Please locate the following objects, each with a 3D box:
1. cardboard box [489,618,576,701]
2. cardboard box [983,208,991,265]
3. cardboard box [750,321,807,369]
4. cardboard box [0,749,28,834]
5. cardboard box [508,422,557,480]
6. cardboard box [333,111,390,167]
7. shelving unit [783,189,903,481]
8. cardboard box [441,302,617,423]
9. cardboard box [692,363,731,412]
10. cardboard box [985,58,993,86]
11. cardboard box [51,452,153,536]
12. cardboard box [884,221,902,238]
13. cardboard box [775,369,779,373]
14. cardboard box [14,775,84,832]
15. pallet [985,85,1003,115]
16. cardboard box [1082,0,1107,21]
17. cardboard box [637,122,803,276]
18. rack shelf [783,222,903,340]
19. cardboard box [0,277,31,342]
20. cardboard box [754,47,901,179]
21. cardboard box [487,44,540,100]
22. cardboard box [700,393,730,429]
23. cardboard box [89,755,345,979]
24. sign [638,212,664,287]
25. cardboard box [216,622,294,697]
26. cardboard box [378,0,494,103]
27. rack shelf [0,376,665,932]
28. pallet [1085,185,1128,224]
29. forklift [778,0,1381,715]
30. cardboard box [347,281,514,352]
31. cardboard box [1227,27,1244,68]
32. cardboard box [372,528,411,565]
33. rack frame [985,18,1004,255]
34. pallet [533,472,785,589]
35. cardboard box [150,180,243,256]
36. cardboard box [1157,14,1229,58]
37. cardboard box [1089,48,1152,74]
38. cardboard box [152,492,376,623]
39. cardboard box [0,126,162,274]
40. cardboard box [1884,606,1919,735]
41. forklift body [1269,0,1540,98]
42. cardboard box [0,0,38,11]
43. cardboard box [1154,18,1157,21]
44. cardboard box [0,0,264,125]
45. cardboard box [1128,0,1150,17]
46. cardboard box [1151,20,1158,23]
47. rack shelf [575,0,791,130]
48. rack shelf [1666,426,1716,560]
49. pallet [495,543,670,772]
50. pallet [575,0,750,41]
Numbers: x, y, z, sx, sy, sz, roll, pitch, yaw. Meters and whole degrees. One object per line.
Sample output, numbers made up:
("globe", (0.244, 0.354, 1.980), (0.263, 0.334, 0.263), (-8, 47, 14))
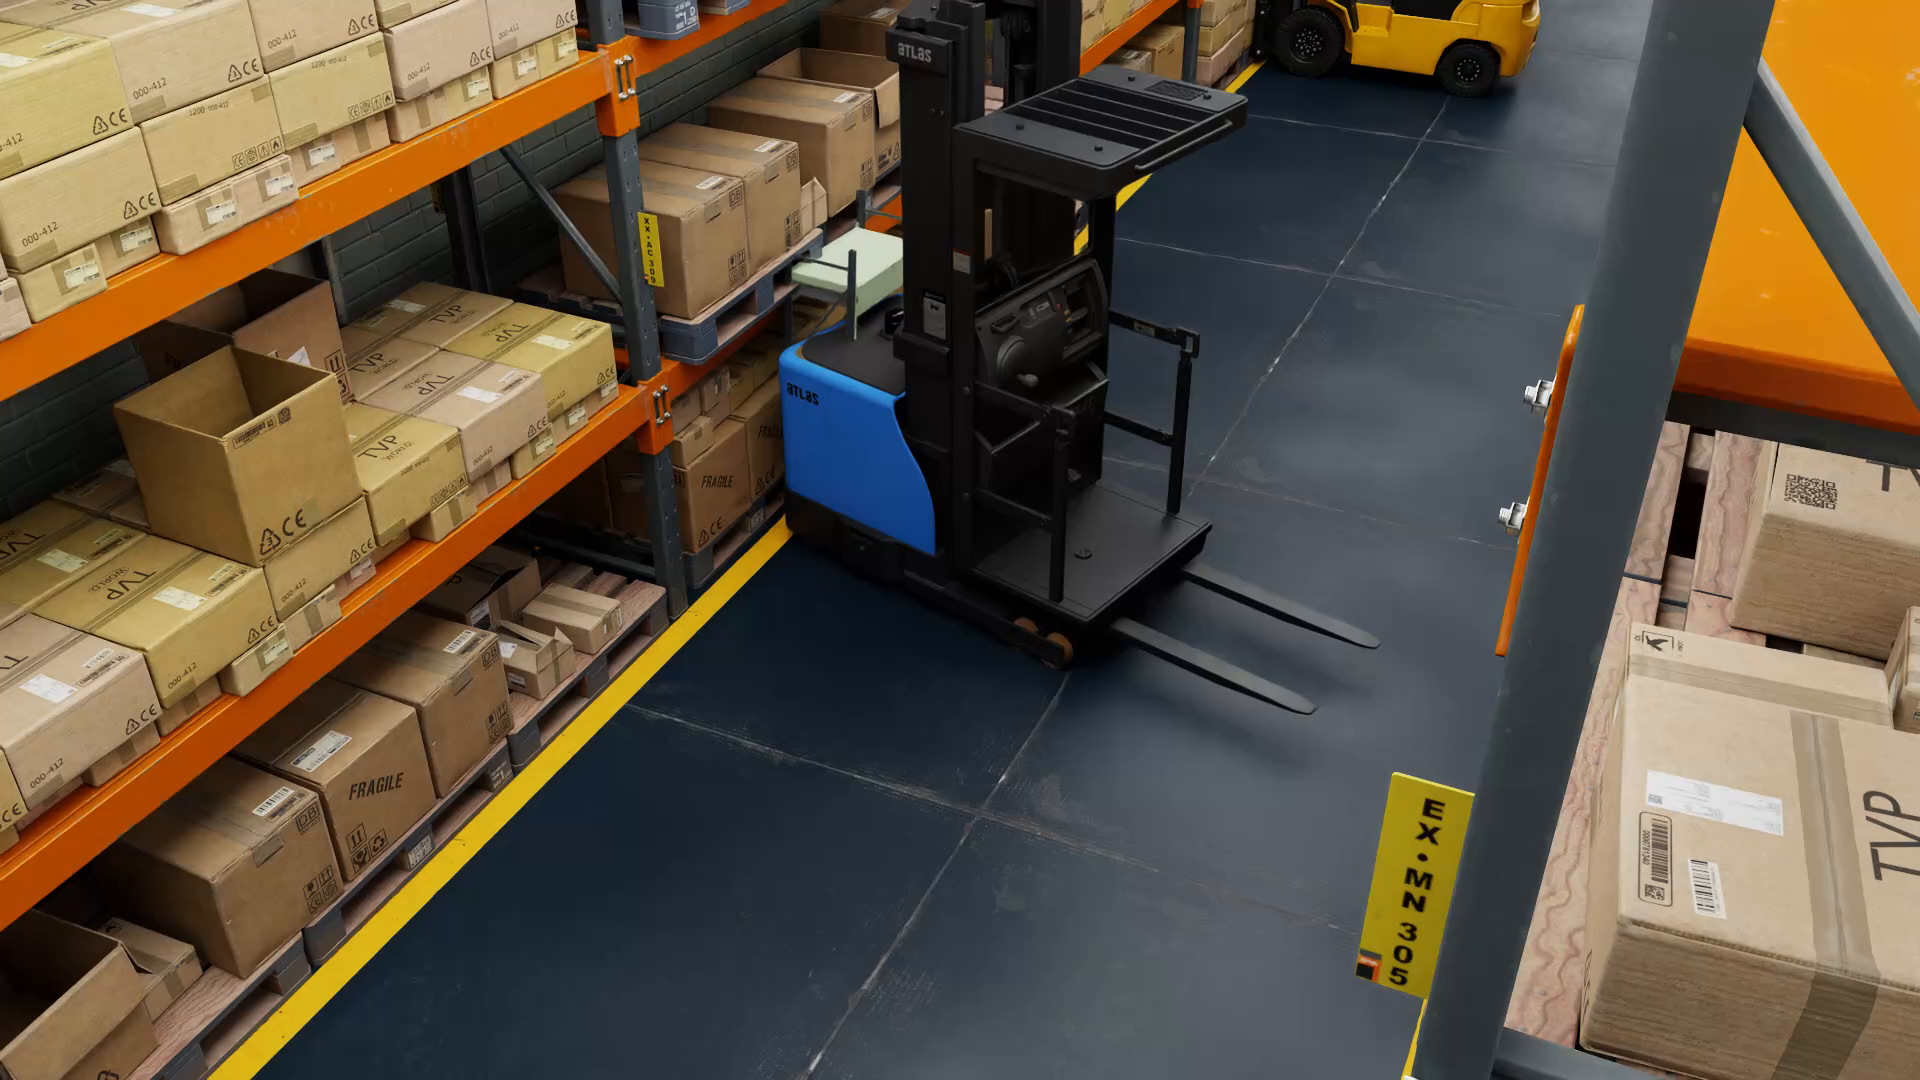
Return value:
("cardboard box", (-1.938, 0.491, 7.377), (0.396, 0.266, 0.258), (15, 36, 22))
("cardboard box", (-0.130, -1.862, 10.751), (0.500, 0.500, 0.500), (15, 36, 22))
("cardboard box", (-1.047, -1.061, 8.937), (0.380, 0.149, 0.250), (14, 36, 20))
("cardboard box", (-3.061, 0.766, 4.711), (0.500, 0.250, 0.500), (14, 36, 21))
("cardboard box", (-1.902, -0.408, 6.866), (0.380, 0.149, 0.250), (15, 36, 22))
("cardboard box", (-2.175, -1.402, 5.646), (0.380, 0.149, 0.250), (15, 36, 22))
("shelving unit", (-0.555, -0.978, 8.748), (0.431, 1.500, 0.755), (18, 35, 21))
("cardboard box", (-1.814, -0.752, 7.027), (0.500, 0.250, 0.500), (15, 36, 22))
("cardboard box", (-1.365, -0.784, 8.244), (0.380, 0.149, 0.250), (12, 35, 18))
("cardboard box", (0.259, -3.094, 10.870), (0.500, 0.250, 0.500), (14, 36, 21))
("cardboard box", (-2.897, -0.122, 6.066), (0.500, 0.250, 0.500), (14, 36, 20))
("cardboard box", (-0.361, -1.825, 10.103), (0.380, 0.149, 0.250), (13, 35, 19))
("cardboard box", (-0.989, -0.834, 9.184), (0.500, 0.500, 0.500), (13, 35, 19))
("cardboard box", (-2.966, 0.720, 5.145), (0.380, 0.149, 0.250), (14, 36, 20))
("pallet", (-0.368, -2.558, 10.091), (1.213, 0.211, 1.003), (14, 36, 20))
("cardboard box", (0.705, -3.809, 11.504), (0.500, 0.250, 0.500), (13, 36, 19))
("cardboard box", (-1.200, -1.665, 8.079), (0.700, 0.500, 0.500), (15, 36, 21))
("rack shelf", (-0.534, -1.307, 8.540), (0.431, 0.370, 0.720), (18, 35, 21))
("cardboard box", (-2.745, -0.623, 4.459), (0.380, 0.149, 0.250), (15, 36, 22))
("cardboard box", (-0.664, -2.355, 9.130), (0.797, 0.503, 0.637), (13, 36, 19))
("cardboard box", (-1.810, -1.781, 6.224), (0.380, 0.149, 0.250), (14, 36, 20))
("cardboard box", (-1.385, -0.675, 8.348), (0.380, 0.149, 0.250), (13, 35, 19))
("cardboard box", (-2.761, 1.162, 6.138), (0.700, 0.500, 0.500), (16, 36, 22))
("sign", (-1.326, -1.241, 7.118), (0.100, 0.325, 0.005), (14, 36, 20))
("cardboard box", (-2.525, 0.366, 5.685), (0.380, 0.149, 0.250), (13, 35, 19))
("cardboard box", (-2.004, -1.757, 5.824), (0.500, 0.250, 0.500), (13, 35, 19))
("rack shelf", (-2.659, 0.297, 6.217), (1.077, 0.370, 4.000), (14, 36, 20))
("pallet", (0.743, -2.832, 12.877), (1.003, 0.211, 1.213), (14, 36, 20))
("forklift", (0.547, -0.949, 7.525), (3.031, 2.935, 1.130), (24, 40, 32))
("cardboard box", (-2.275, -0.877, 7.217), (0.500, 0.250, 0.500), (14, 36, 20))
("cardboard box", (2.226, -4.431, 14.897), (0.500, 0.250, 0.500), (13, 36, 19))
("cardboard box", (-2.327, -0.047, 6.316), (0.380, 0.149, 0.250), (15, 36, 21))
("rack frame", (-0.149, -2.992, 10.578), (1.000, 3.000, 0.127), (14, 36, 20))
("pallet", (-1.516, -0.247, 8.935), (1.003, 0.211, 1.213), (14, 36, 20))
("cardboard box", (-2.421, -1.004, 5.039), (0.380, 0.149, 0.250), (14, 36, 21))
("cardboard box", (2.008, -4.389, 14.377), (0.500, 0.250, 0.500), (14, 36, 20))
("cardboard box", (0.985, -3.520, 13.165), (0.875, 0.625, 0.625), (14, 36, 20))
("cardboard box", (-2.447, 0.003, 5.876), (0.500, 0.250, 0.500), (13, 36, 19))
("cardboard box", (-2.642, -0.992, 4.657), (0.500, 0.250, 0.500), (13, 35, 19))
("cardboard box", (1.678, 0.273, 2.617), (0.380, 0.149, 0.250), (16, 36, 22))
("forklift body", (4.062, -5.258, 14.808), (2.313, 2.155, 1.214), (14, 36, 20))
("cardboard box", (-2.905, -1.579, 5.097), (0.500, 0.250, 0.500), (14, 36, 20))
("cardboard box", (1.555, -4.718, 14.422), (0.500, 0.250, 0.500), (15, 36, 21))
("cardboard box", (-2.450, -1.455, 4.907), (0.500, 0.250, 0.500), (15, 36, 22))
("cardboard box", (1.111, -4.119, 12.432), (0.500, 0.250, 0.500), (14, 36, 21))
("cardboard box", (1.543, -4.508, 14.559), (0.500, 0.250, 0.500), (13, 36, 19))
("rack shelf", (-0.985, -2.949, 8.433), (1.077, 0.370, 4.000), (14, 36, 20))
("rack shelf", (1.851, 0.180, 3.661), (1.077, 0.370, 4.000), (14, 36, 20))
("pallet", (-2.110, 0.508, 7.783), (1.003, 0.211, 1.213), (14, 36, 20))
("pallet", (-1.486, -2.484, 7.239), (1.213, 0.211, 1.003), (14, 36, 20))
